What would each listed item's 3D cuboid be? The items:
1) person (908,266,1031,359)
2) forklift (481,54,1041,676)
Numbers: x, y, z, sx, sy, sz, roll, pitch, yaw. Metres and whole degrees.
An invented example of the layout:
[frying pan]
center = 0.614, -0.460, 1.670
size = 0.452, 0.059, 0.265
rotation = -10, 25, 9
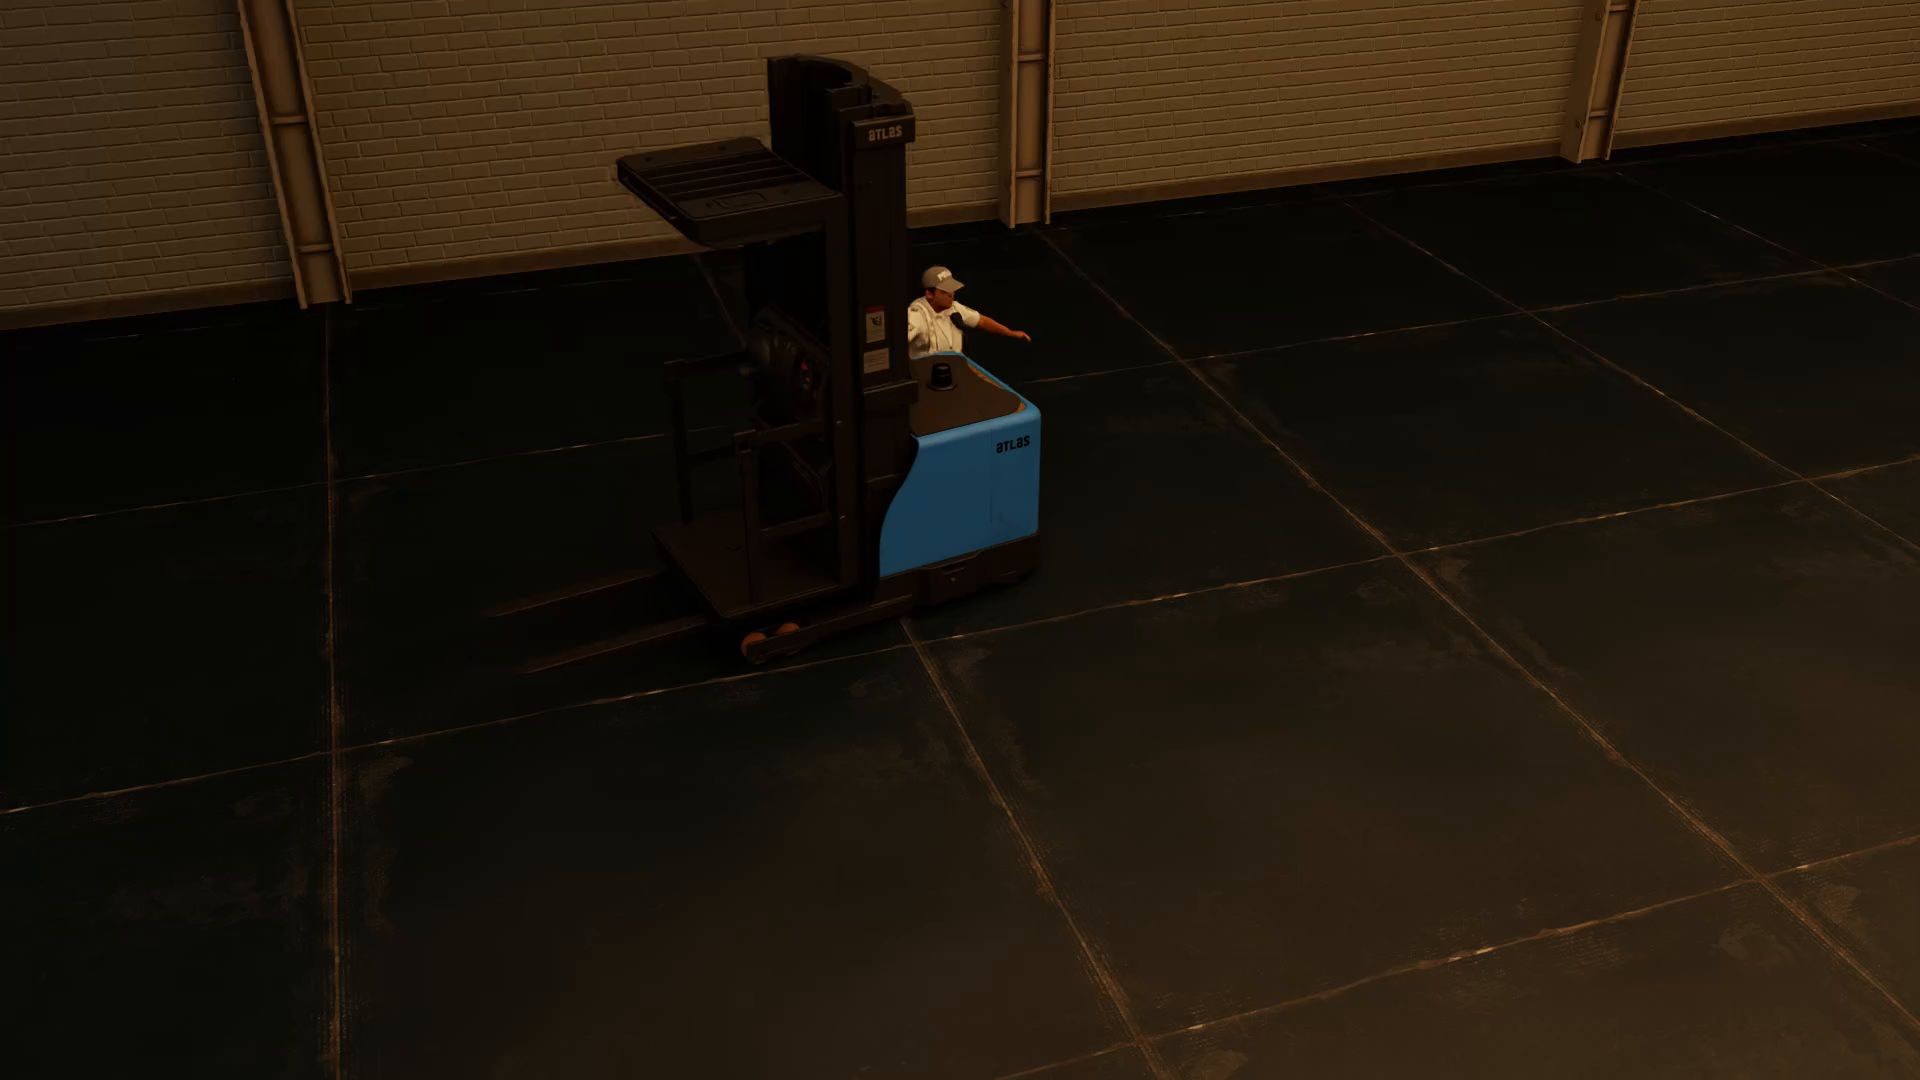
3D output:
[person]
center = 0.017, -0.942, 10.219
size = 0.824, 1.428, 0.900
rotation = 16, 34, 25
[forklift]
center = -1.079, -0.909, 8.667
size = 3.031, 2.935, 1.130
rotation = -16, 33, -25
